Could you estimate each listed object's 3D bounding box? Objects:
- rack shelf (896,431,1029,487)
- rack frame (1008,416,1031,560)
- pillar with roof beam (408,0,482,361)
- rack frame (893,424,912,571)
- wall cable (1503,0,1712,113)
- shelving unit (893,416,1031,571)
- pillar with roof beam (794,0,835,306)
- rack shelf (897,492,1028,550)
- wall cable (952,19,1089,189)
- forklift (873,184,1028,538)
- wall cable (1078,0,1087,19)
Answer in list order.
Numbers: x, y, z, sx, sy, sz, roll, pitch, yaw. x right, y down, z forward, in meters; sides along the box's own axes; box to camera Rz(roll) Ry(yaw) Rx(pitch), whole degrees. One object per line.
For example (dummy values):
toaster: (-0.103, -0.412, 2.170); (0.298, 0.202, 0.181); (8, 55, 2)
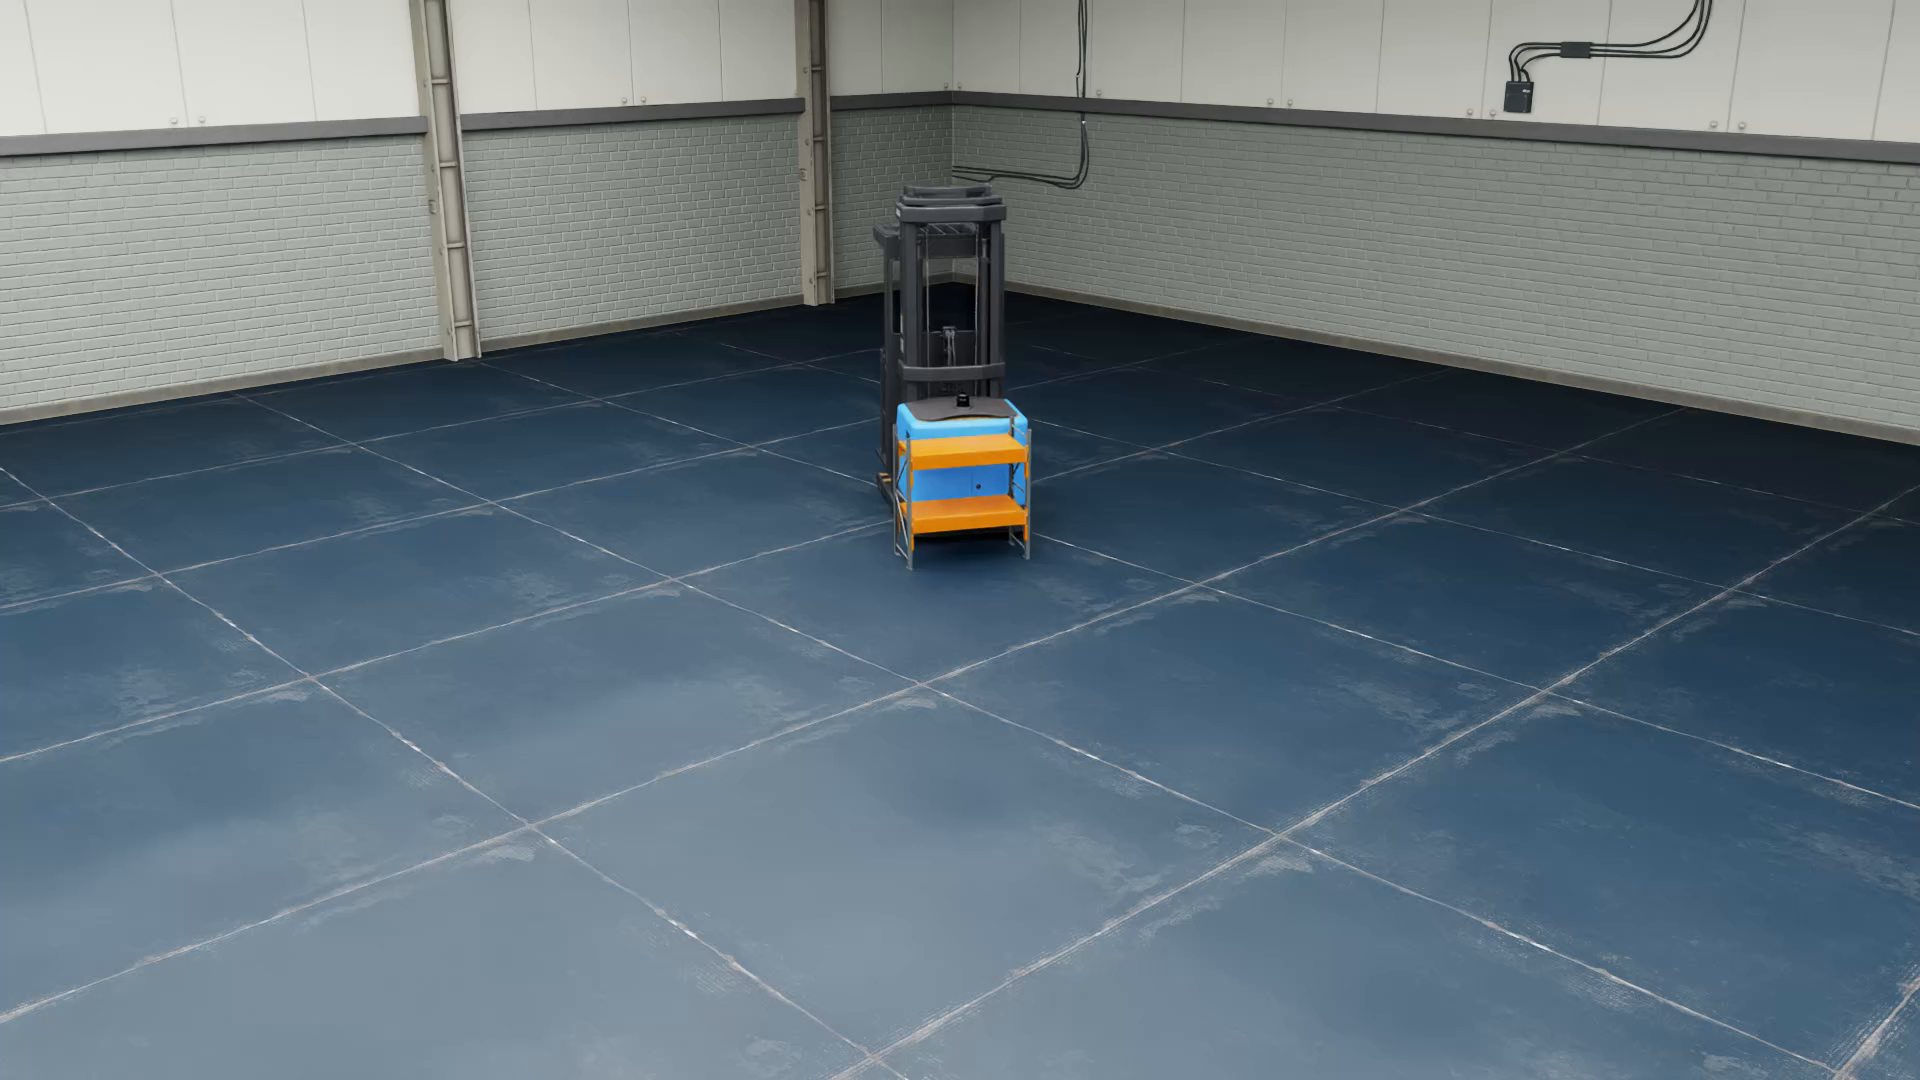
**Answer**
rack shelf: (0.014, -0.675, 13.795); (1.000, 0.278, 0.538); (-5, 19, -15)
rack frame: (0.503, -0.440, 14.017); (0.032, 1.125, 0.500); (-5, 19, -15)
pillar with roof beam: (-3.594, -5.721, 17.538); (0.400, 9.000, 9.100); (-16, 24, -41)
rack frame: (-0.476, -0.354, 13.753); (0.032, 1.125, 0.500); (-5, 19, -15)
wall cable: (7.368, -7.772, 18.350); (0.169, 6.003, 2.305); (-16, 24, -41)
shelving unit: (0.014, -0.397, 13.885); (1.048, 1.125, 0.538); (-5, 19, -15)
pillar with roof beam: (0.765, -6.992, 21.460); (0.400, 9.000, 9.100); (-16, 24, -41)
rack shelf: (0.014, -0.164, 13.961); (1.000, 0.278, 0.538); (-5, 19, -15)
wall cable: (0.857, -6.808, 25.925); (0.112, 2.526, 3.097); (-16, 24, -41)
forklift: (-0.190, -1.829, 15.375); (1.130, 2.935, 3.031); (-3, 18, -11)
wall cable: (2.715, -8.604, 23.277); (0.112, 2.526, 3.097); (-16, 24, -41)
